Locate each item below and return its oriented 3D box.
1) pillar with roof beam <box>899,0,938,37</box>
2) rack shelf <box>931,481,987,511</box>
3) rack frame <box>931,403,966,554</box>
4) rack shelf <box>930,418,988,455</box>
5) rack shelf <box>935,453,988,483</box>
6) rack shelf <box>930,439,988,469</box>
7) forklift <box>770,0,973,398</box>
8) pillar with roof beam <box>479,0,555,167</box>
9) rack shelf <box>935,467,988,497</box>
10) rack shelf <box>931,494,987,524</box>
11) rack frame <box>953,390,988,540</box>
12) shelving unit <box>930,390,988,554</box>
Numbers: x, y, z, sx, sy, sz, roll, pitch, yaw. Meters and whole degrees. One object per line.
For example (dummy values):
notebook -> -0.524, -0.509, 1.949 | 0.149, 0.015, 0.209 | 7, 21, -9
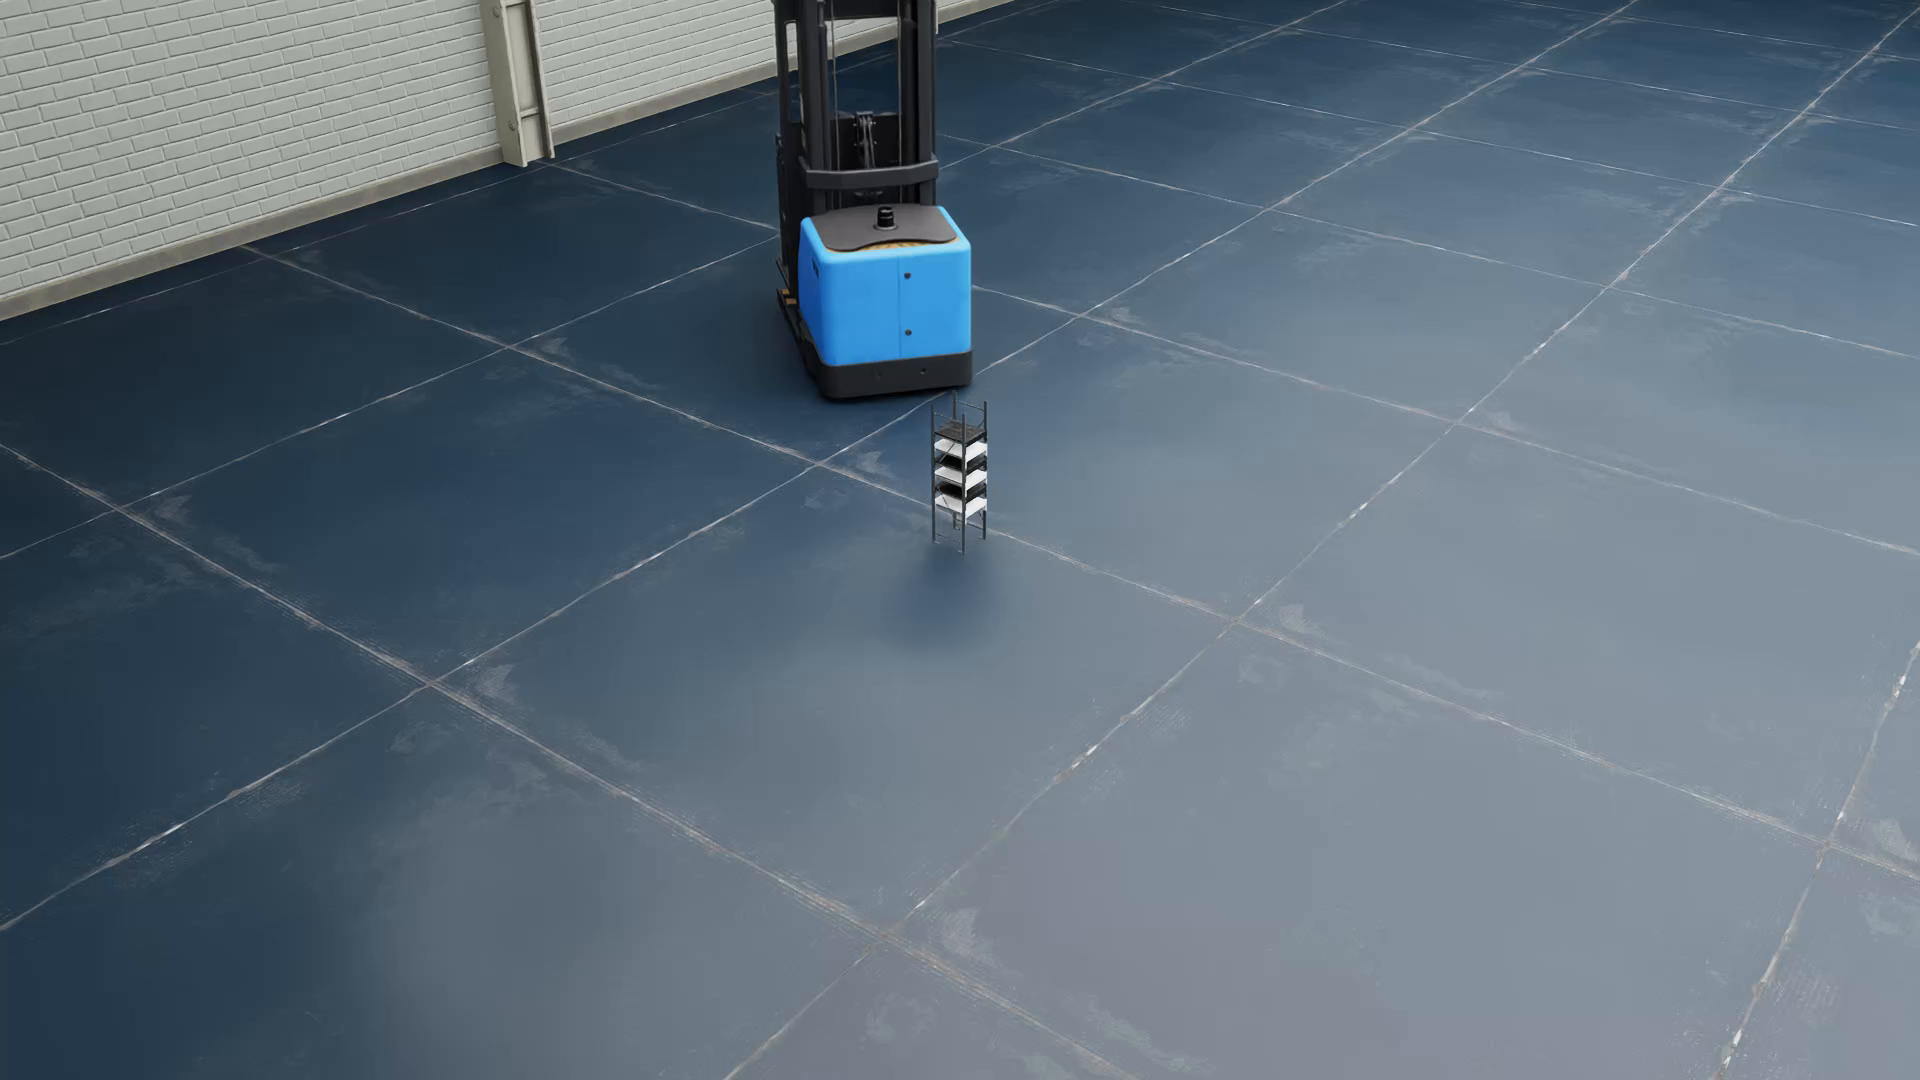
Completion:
pillar with roof beam -> 2.930, -8.629, 15.484 | 9.100, 9.000, 0.400 | 21, 37, 31
rack shelf -> -0.005, -0.278, 9.578 | 0.258, 0.077, 0.200 | 21, 37, 31
rack frame -> -0.066, -0.342, 9.445 | 0.240, 0.900, 0.006 | 21, 37, 31
rack shelf -> -0.005, -0.587, 9.394 | 0.258, 0.077, 0.200 | 21, 37, 31
rack shelf -> -0.005, -0.433, 9.486 | 0.258, 0.077, 0.200 | 21, 37, 31
rack shelf -> -0.005, -0.510, 9.440 | 0.258, 0.077, 0.200 | 21, 37, 31
forklift -> -0.771, -2.956, 11.864 | 1.130, 2.935, 3.031 | -7, 31, -12
pillar with roof beam -> -0.692, -6.190, 11.369 | 9.100, 9.000, 0.400 | 21, 37, 31
rack shelf -> -0.005, -0.355, 9.532 | 0.258, 0.077, 0.200 | 21, 37, 31
rack shelf -> -0.005, -0.200, 9.624 | 0.258, 0.077, 0.200 | 21, 37, 31
rack frame -> 0.056, -0.425, 9.585 | 0.240, 0.900, 0.006 | 21, 37, 31
shelving unit -> -0.005, -0.384, 9.515 | 0.258, 0.900, 0.210 | 21, 37, 31
